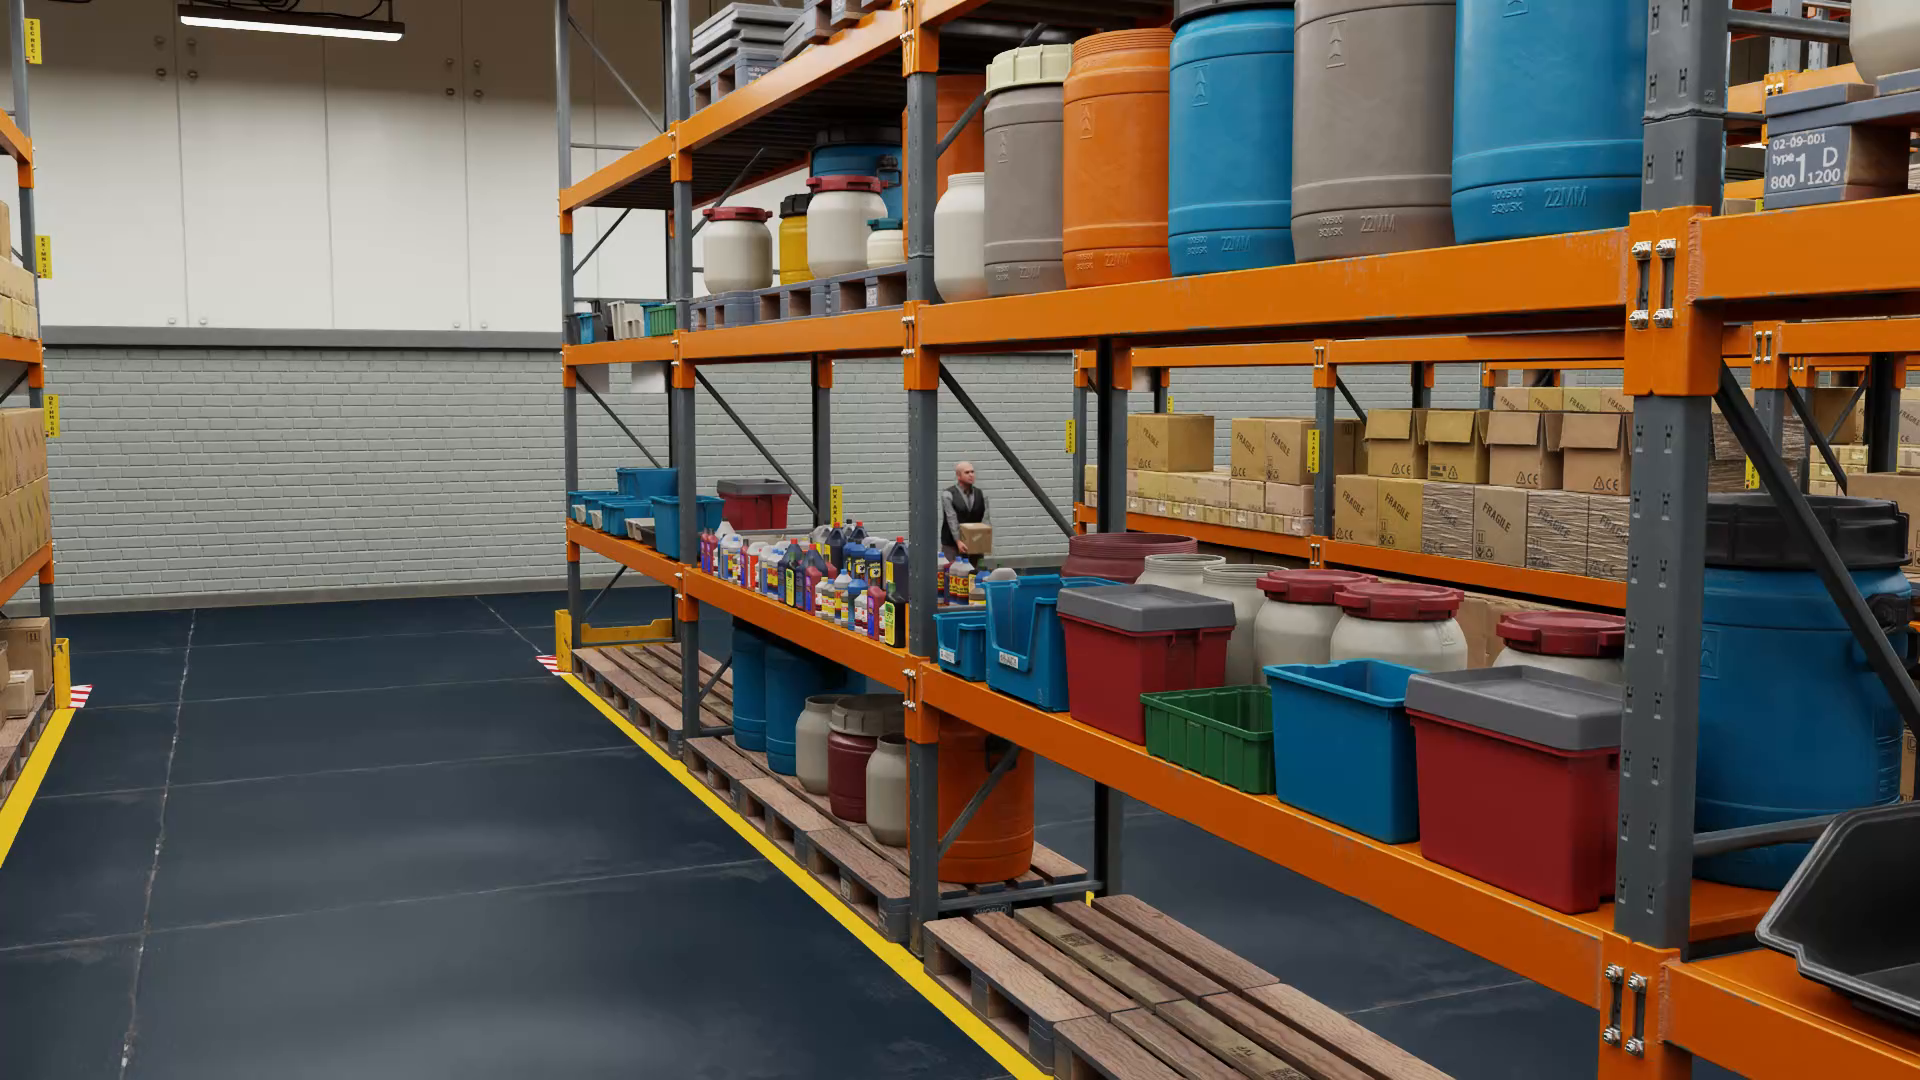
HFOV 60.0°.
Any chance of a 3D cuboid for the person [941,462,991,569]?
[{"bbox_3d":[0.085,0.098,16.363,0.495,1.721,0.560,-2,6,-24],"label":"person"}]
